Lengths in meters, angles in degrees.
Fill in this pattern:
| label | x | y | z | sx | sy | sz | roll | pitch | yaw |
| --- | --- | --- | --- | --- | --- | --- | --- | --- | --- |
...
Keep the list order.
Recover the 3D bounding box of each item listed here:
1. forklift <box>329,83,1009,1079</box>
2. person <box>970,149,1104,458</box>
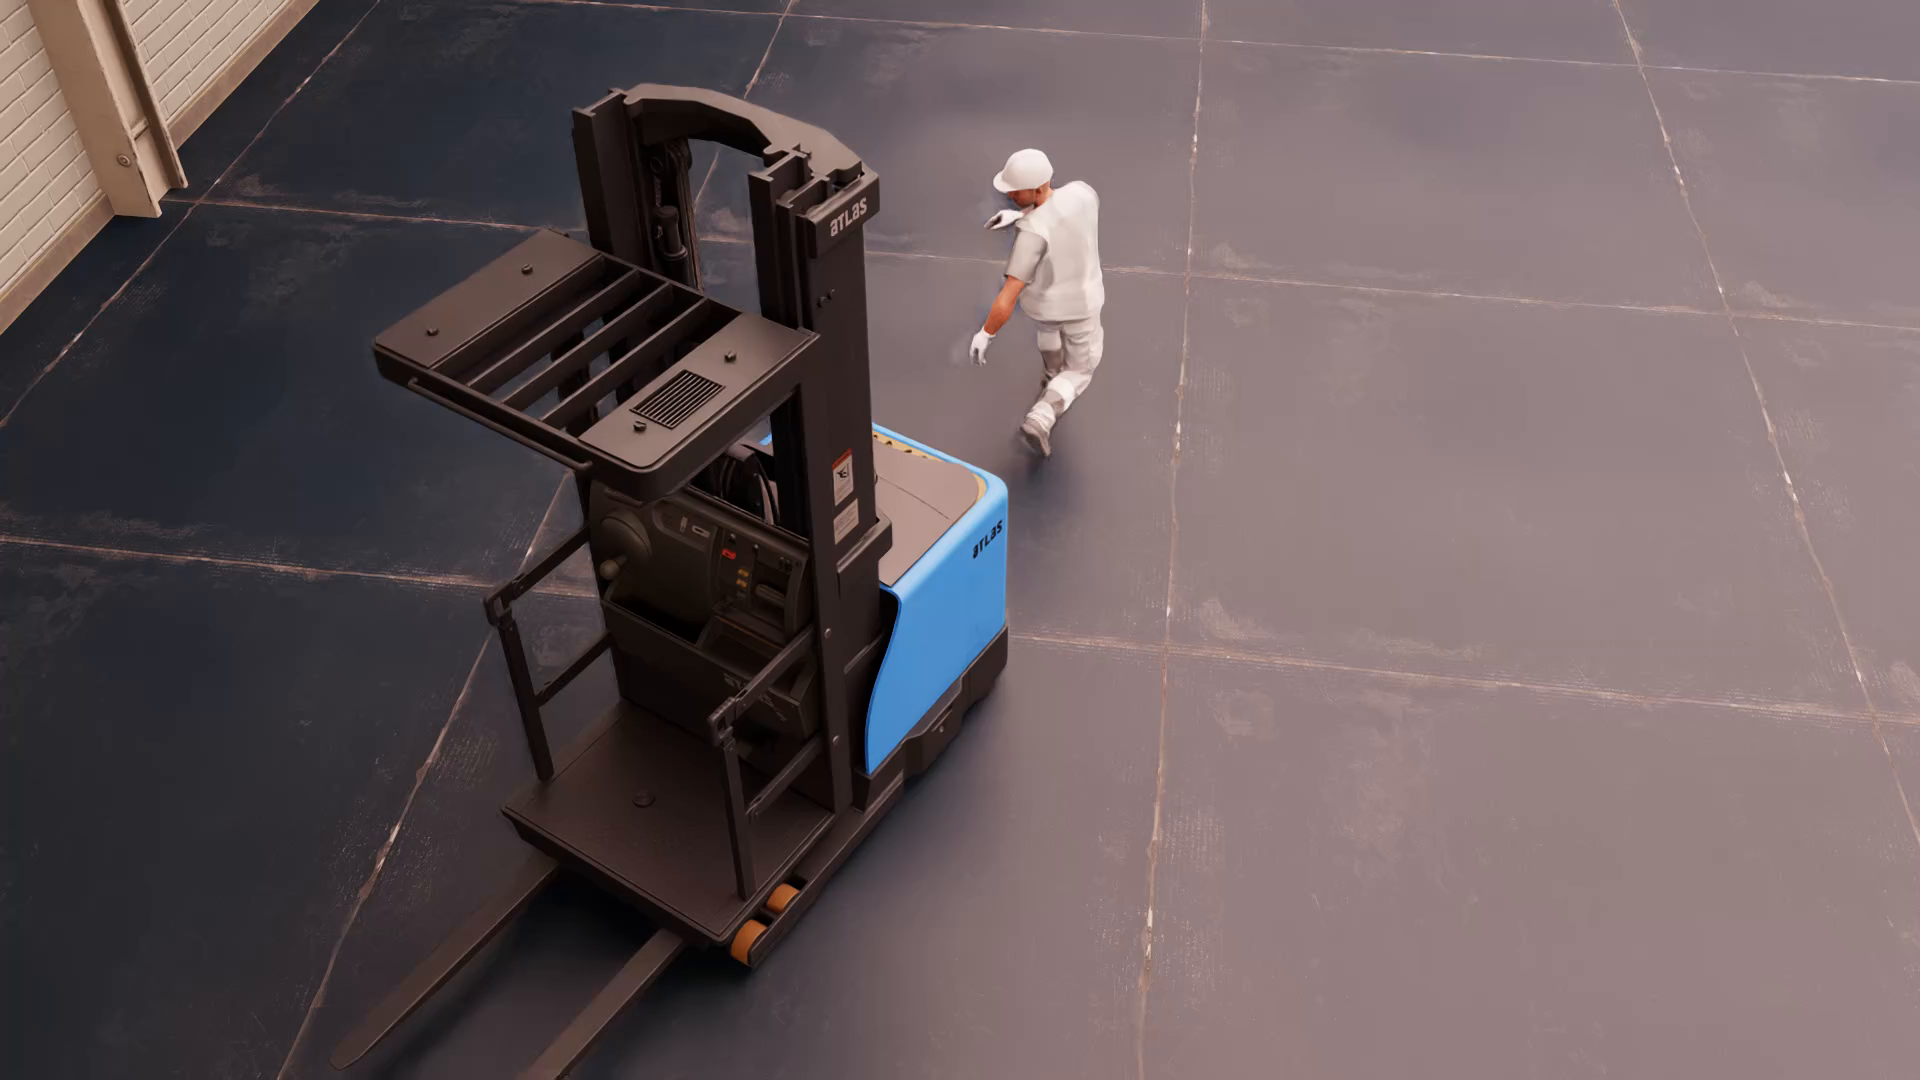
| label | x | y | z | sx | sy | sz | roll | pitch | yaw |
| --- | --- | --- | --- | --- | --- | --- | --- | --- | --- |
| forklift | -1.028 | 0.125 | 5.588 | 1.130 | 2.935 | 3.031 | 24 | 48 | 24 |
| person | 0.379 | -1.176 | 8.075 | 0.670 | 1.540 | 0.928 | 0 | 43 | 0 |
